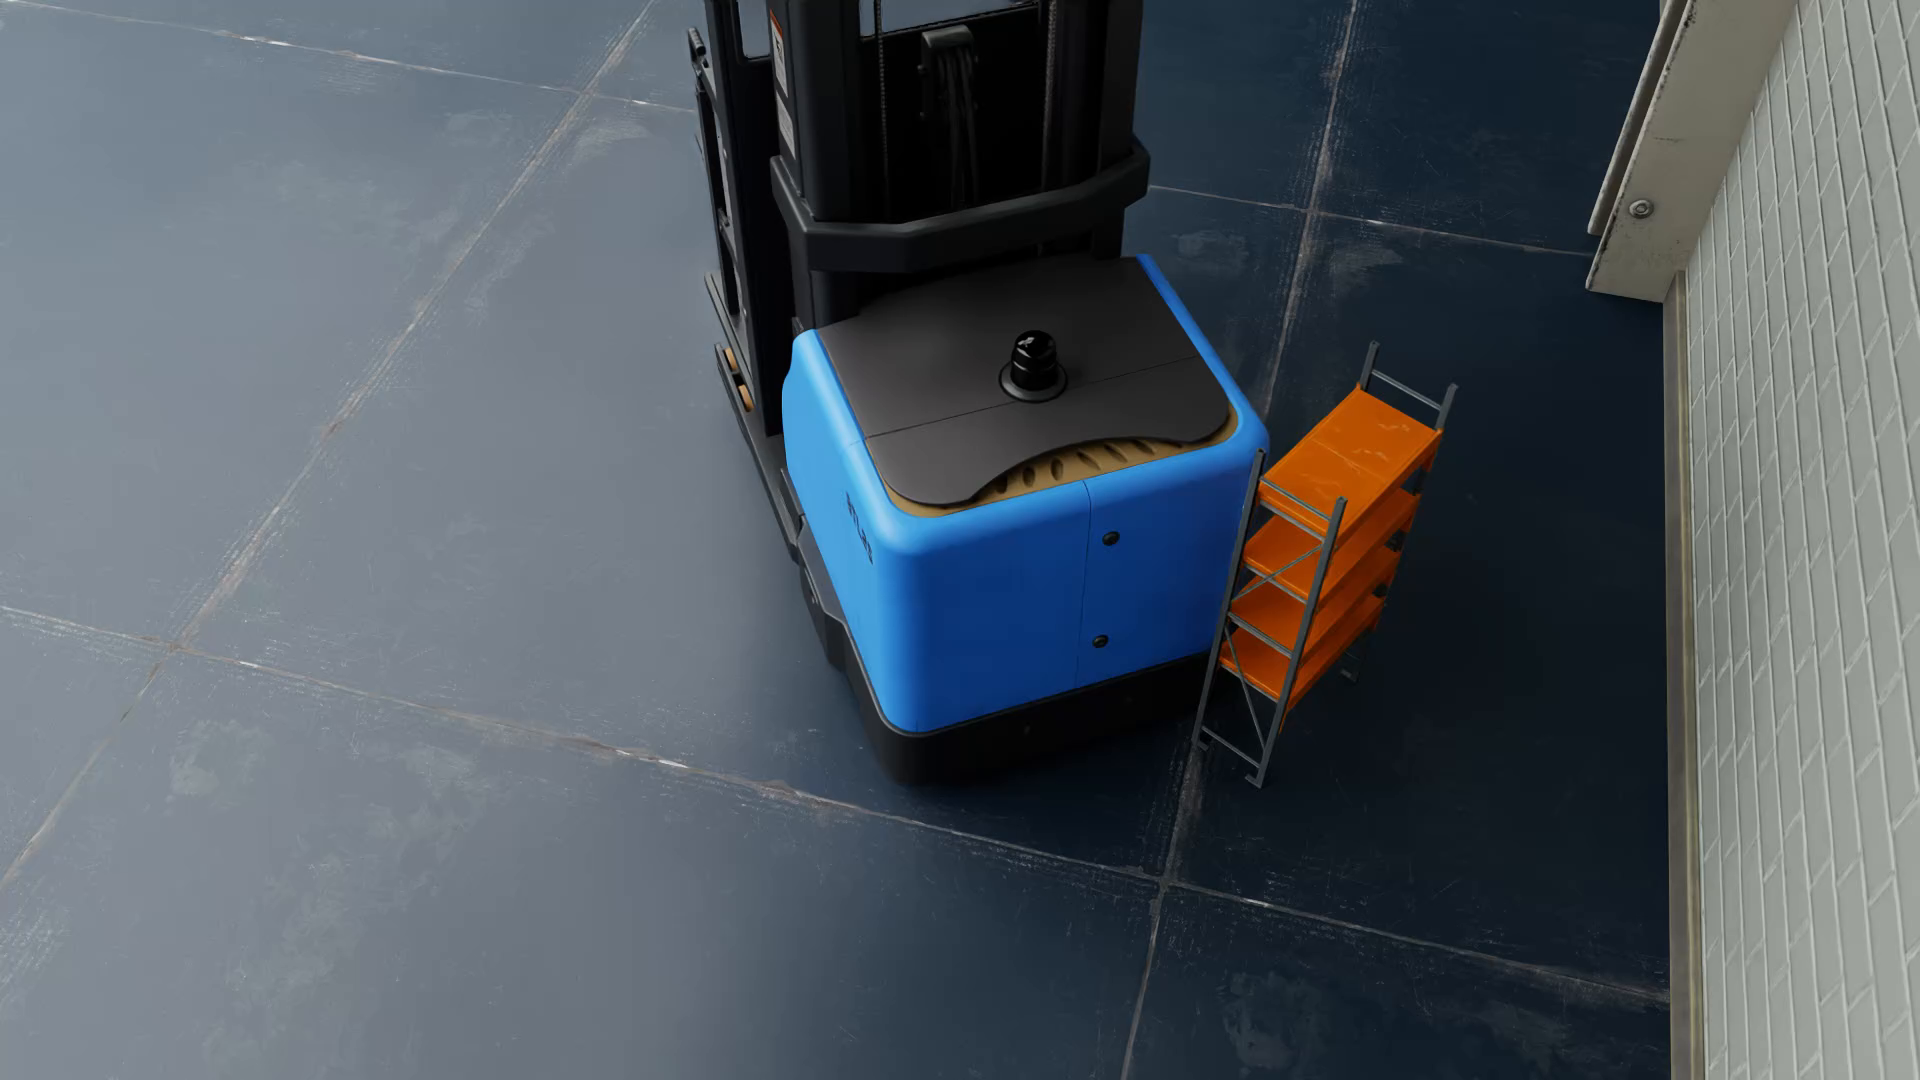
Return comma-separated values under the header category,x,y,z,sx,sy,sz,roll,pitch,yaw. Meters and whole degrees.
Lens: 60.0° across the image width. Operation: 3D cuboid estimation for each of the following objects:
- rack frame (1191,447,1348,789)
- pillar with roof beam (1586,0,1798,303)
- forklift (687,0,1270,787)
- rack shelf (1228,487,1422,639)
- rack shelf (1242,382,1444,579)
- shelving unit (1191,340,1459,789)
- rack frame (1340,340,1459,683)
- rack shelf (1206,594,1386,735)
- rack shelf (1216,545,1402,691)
category,x,y,z,sx,sy,sz,roll,pitch,yaw
rack frame,0.764,0.240,4.233,0.240,1.200,0.015,34,57,25
pillar with roof beam,-1.674,-4.851,3.529,9.100,9.000,0.400,12,50,10
forklift,-0.188,-1.425,4.553,1.130,2.935,3.031,-15,50,-13
rack shelf,0.928,0.001,4.235,0.258,0.148,0.480,34,57,25
rack shelf,0.933,-0.152,4.055,0.258,0.148,0.480,34,57,25
shelving unit,0.925,0.103,4.354,0.258,1.200,0.503,34,57,25
rack frame,1.086,-0.035,4.476,0.240,1.200,0.015,34,57,25
rack shelf,0.920,0.275,4.557,0.258,0.148,0.480,34,57,25
rack shelf,0.924,0.146,4.406,0.258,0.148,0.480,34,57,25
